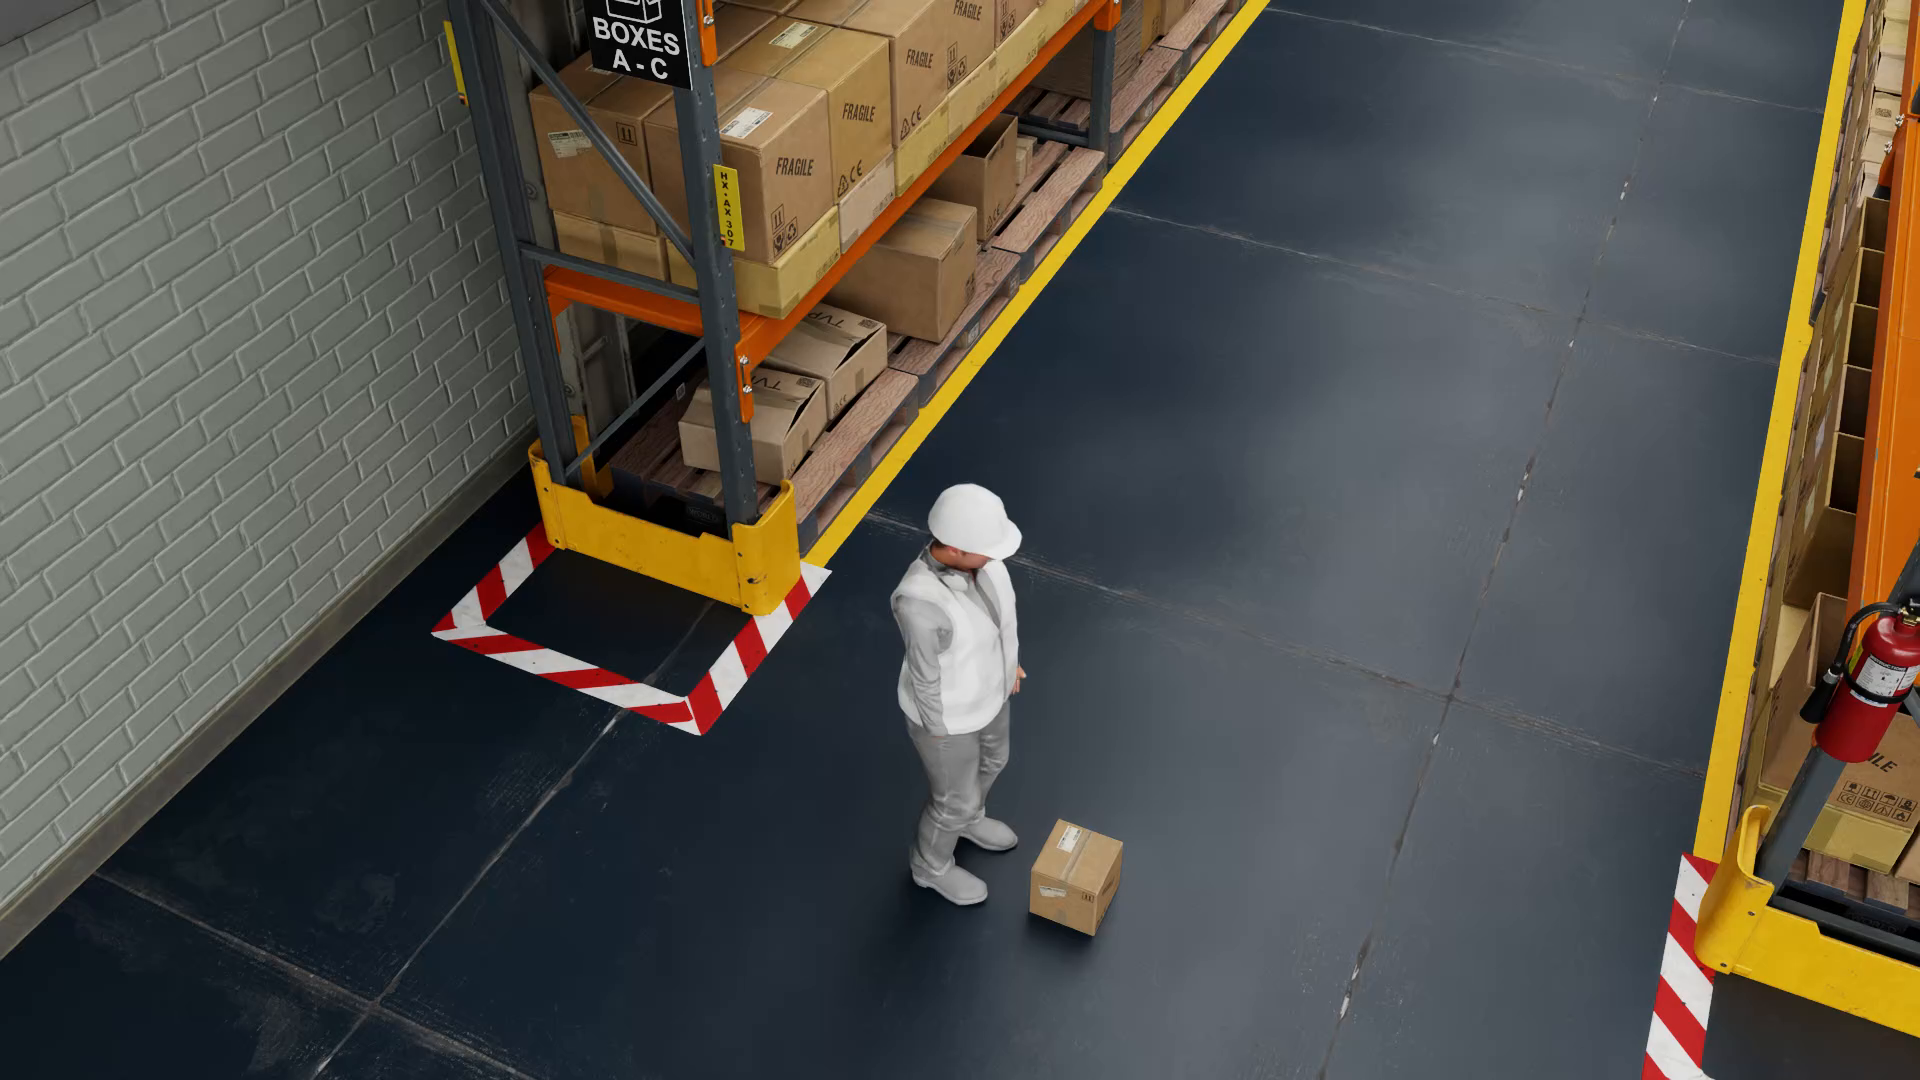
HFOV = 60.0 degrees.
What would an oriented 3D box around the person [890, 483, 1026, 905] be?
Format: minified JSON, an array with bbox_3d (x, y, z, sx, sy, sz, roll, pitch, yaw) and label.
[{"bbox_3d":[0.008,0.500,5.590,0.363,1.762,0.535,18,45,19],"label":"person"}]
